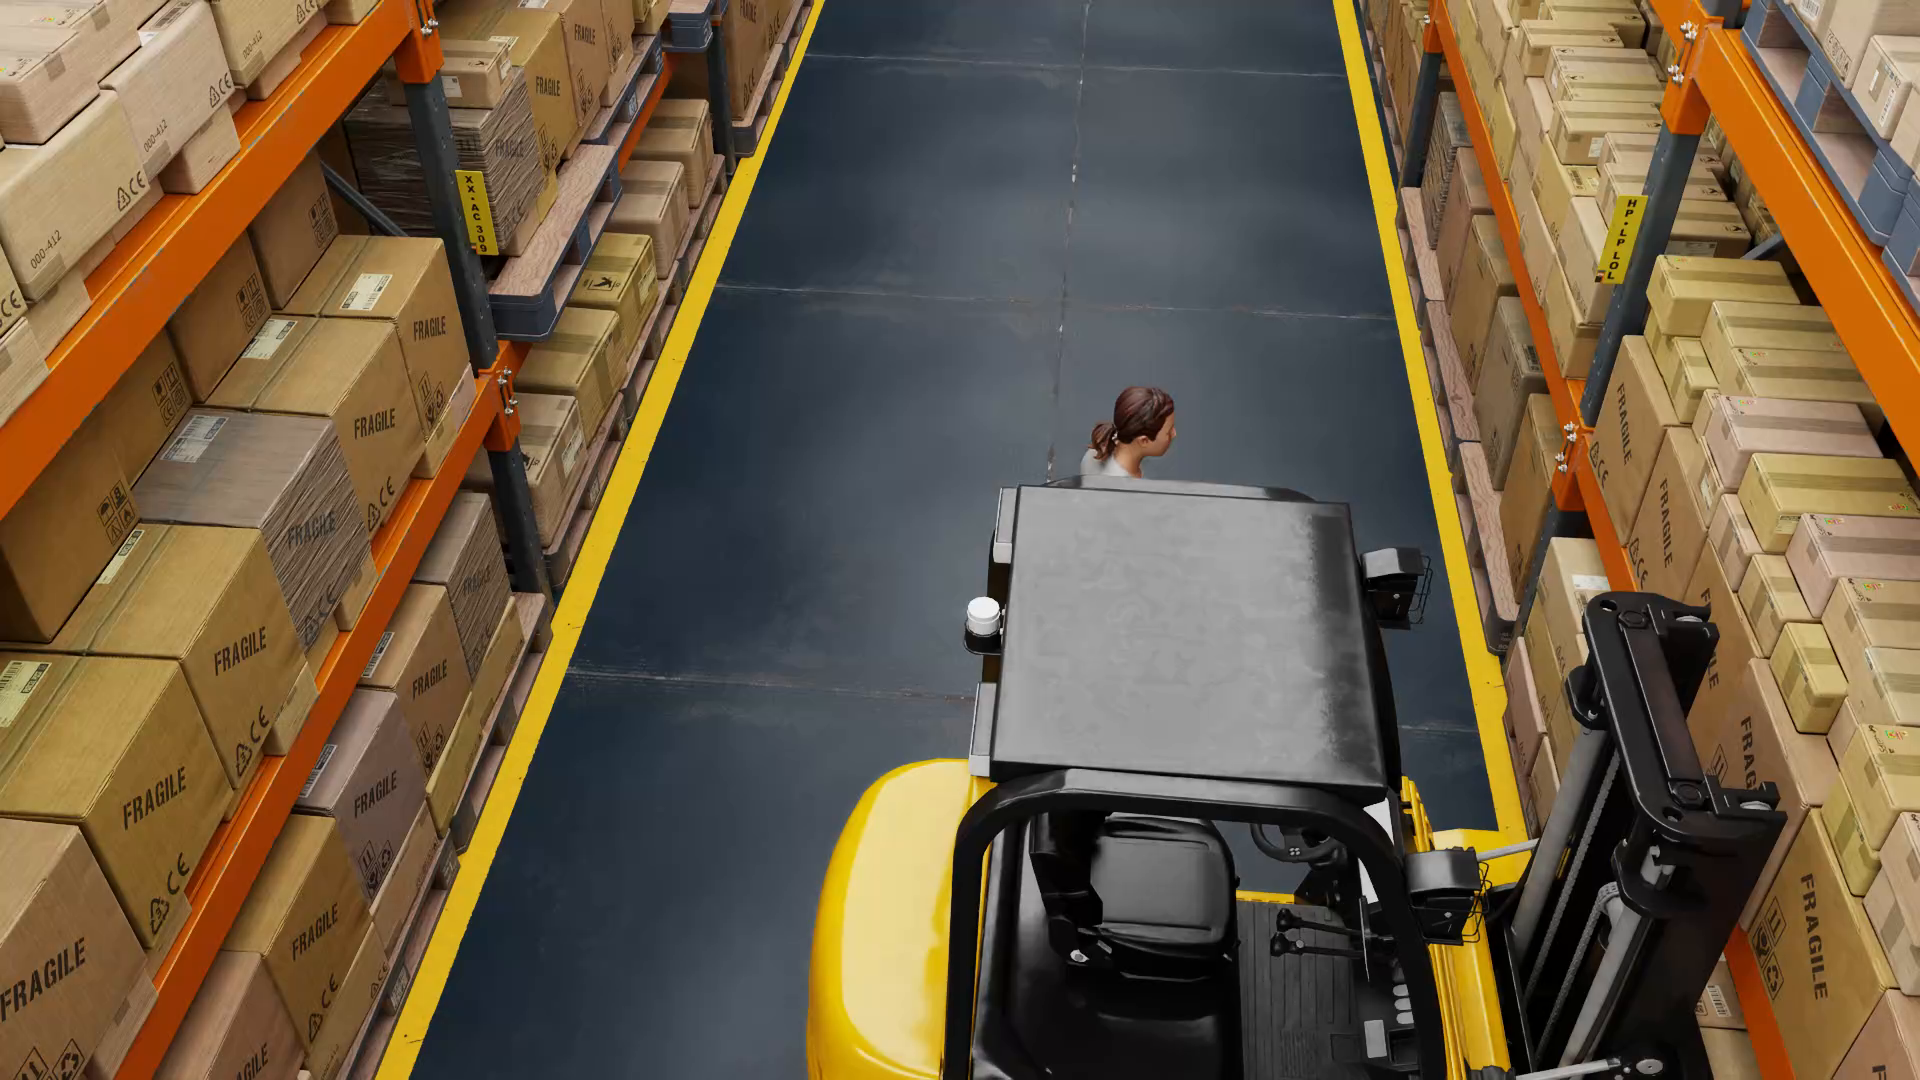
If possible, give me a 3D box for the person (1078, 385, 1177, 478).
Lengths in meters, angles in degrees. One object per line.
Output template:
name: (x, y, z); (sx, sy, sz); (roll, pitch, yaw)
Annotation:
person: (0.558, 0.175, 5.968); (0.363, 1.651, 0.512); (1, 40, 1)
